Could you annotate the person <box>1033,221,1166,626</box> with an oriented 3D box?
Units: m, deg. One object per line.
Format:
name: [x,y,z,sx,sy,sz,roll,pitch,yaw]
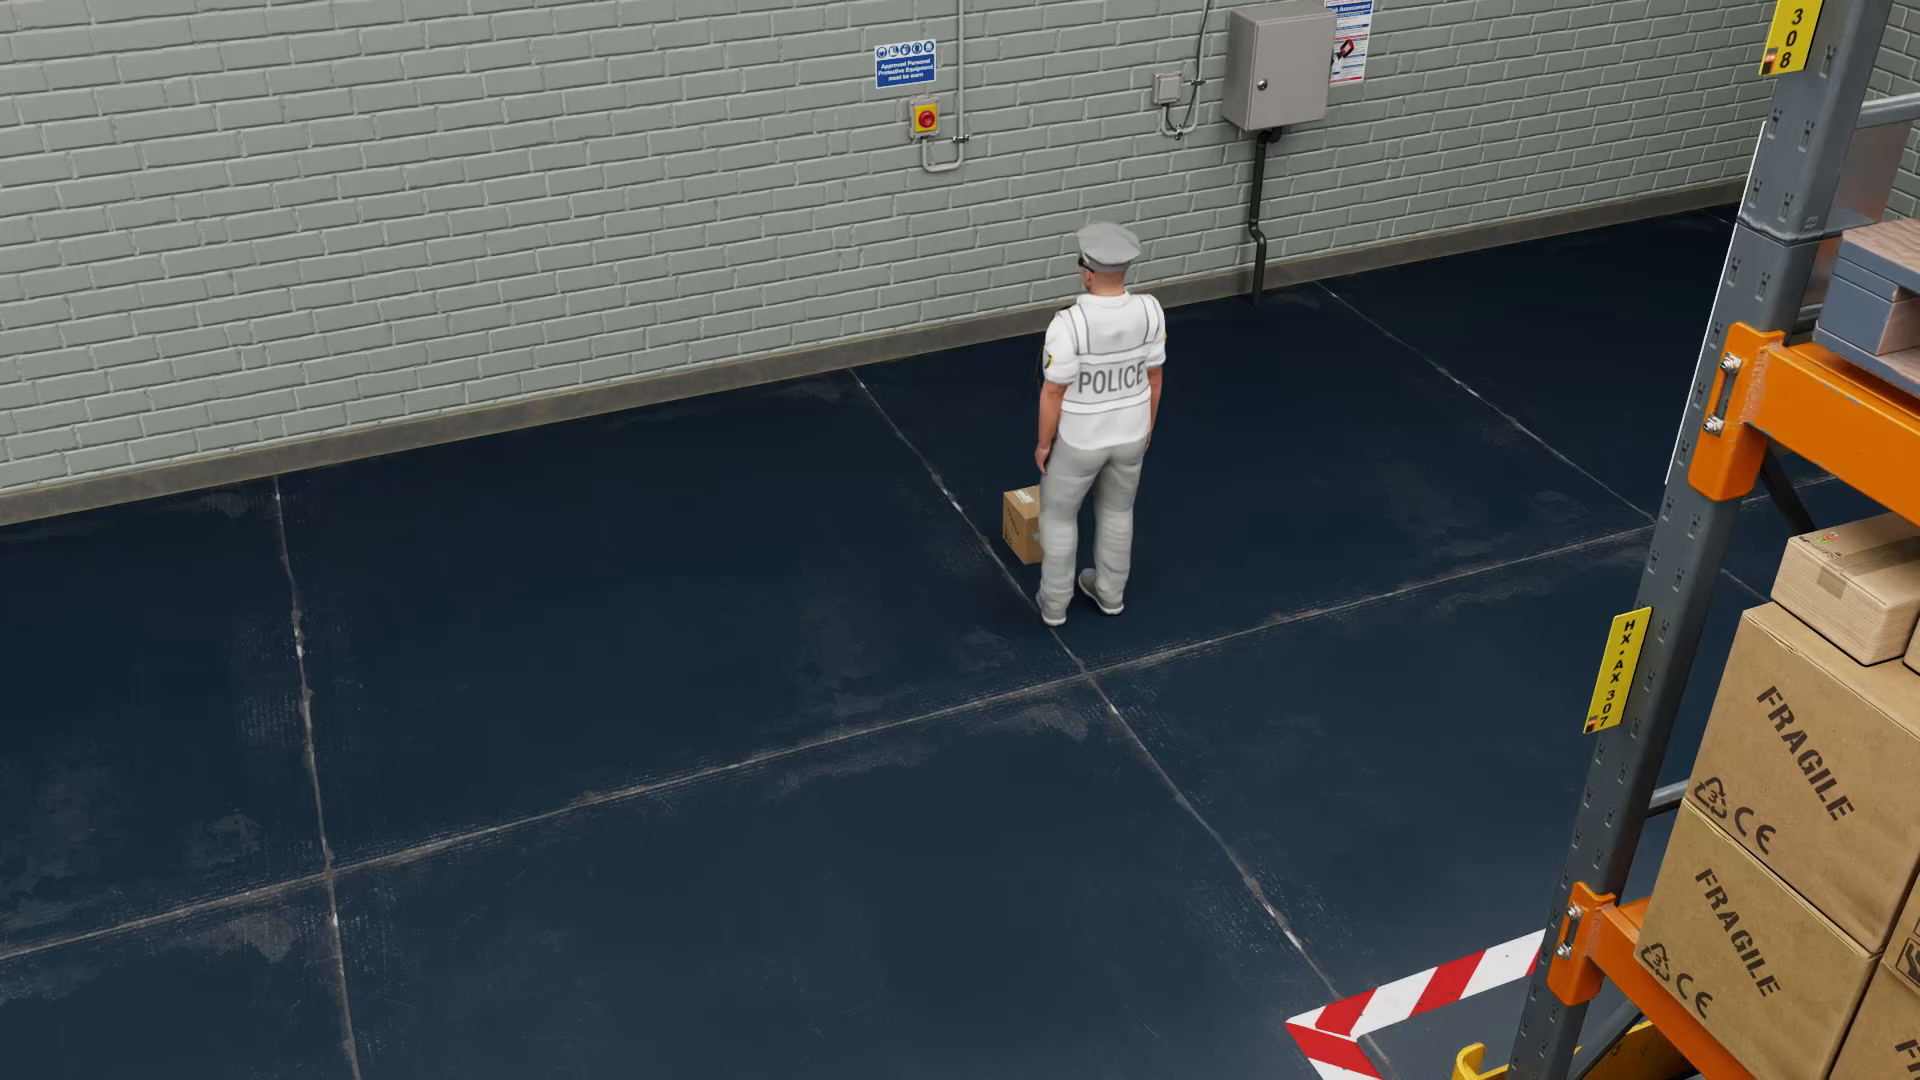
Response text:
person: [0.552,-0.452,6.813,0.540,1.769,0.394,-13,35,-19]
